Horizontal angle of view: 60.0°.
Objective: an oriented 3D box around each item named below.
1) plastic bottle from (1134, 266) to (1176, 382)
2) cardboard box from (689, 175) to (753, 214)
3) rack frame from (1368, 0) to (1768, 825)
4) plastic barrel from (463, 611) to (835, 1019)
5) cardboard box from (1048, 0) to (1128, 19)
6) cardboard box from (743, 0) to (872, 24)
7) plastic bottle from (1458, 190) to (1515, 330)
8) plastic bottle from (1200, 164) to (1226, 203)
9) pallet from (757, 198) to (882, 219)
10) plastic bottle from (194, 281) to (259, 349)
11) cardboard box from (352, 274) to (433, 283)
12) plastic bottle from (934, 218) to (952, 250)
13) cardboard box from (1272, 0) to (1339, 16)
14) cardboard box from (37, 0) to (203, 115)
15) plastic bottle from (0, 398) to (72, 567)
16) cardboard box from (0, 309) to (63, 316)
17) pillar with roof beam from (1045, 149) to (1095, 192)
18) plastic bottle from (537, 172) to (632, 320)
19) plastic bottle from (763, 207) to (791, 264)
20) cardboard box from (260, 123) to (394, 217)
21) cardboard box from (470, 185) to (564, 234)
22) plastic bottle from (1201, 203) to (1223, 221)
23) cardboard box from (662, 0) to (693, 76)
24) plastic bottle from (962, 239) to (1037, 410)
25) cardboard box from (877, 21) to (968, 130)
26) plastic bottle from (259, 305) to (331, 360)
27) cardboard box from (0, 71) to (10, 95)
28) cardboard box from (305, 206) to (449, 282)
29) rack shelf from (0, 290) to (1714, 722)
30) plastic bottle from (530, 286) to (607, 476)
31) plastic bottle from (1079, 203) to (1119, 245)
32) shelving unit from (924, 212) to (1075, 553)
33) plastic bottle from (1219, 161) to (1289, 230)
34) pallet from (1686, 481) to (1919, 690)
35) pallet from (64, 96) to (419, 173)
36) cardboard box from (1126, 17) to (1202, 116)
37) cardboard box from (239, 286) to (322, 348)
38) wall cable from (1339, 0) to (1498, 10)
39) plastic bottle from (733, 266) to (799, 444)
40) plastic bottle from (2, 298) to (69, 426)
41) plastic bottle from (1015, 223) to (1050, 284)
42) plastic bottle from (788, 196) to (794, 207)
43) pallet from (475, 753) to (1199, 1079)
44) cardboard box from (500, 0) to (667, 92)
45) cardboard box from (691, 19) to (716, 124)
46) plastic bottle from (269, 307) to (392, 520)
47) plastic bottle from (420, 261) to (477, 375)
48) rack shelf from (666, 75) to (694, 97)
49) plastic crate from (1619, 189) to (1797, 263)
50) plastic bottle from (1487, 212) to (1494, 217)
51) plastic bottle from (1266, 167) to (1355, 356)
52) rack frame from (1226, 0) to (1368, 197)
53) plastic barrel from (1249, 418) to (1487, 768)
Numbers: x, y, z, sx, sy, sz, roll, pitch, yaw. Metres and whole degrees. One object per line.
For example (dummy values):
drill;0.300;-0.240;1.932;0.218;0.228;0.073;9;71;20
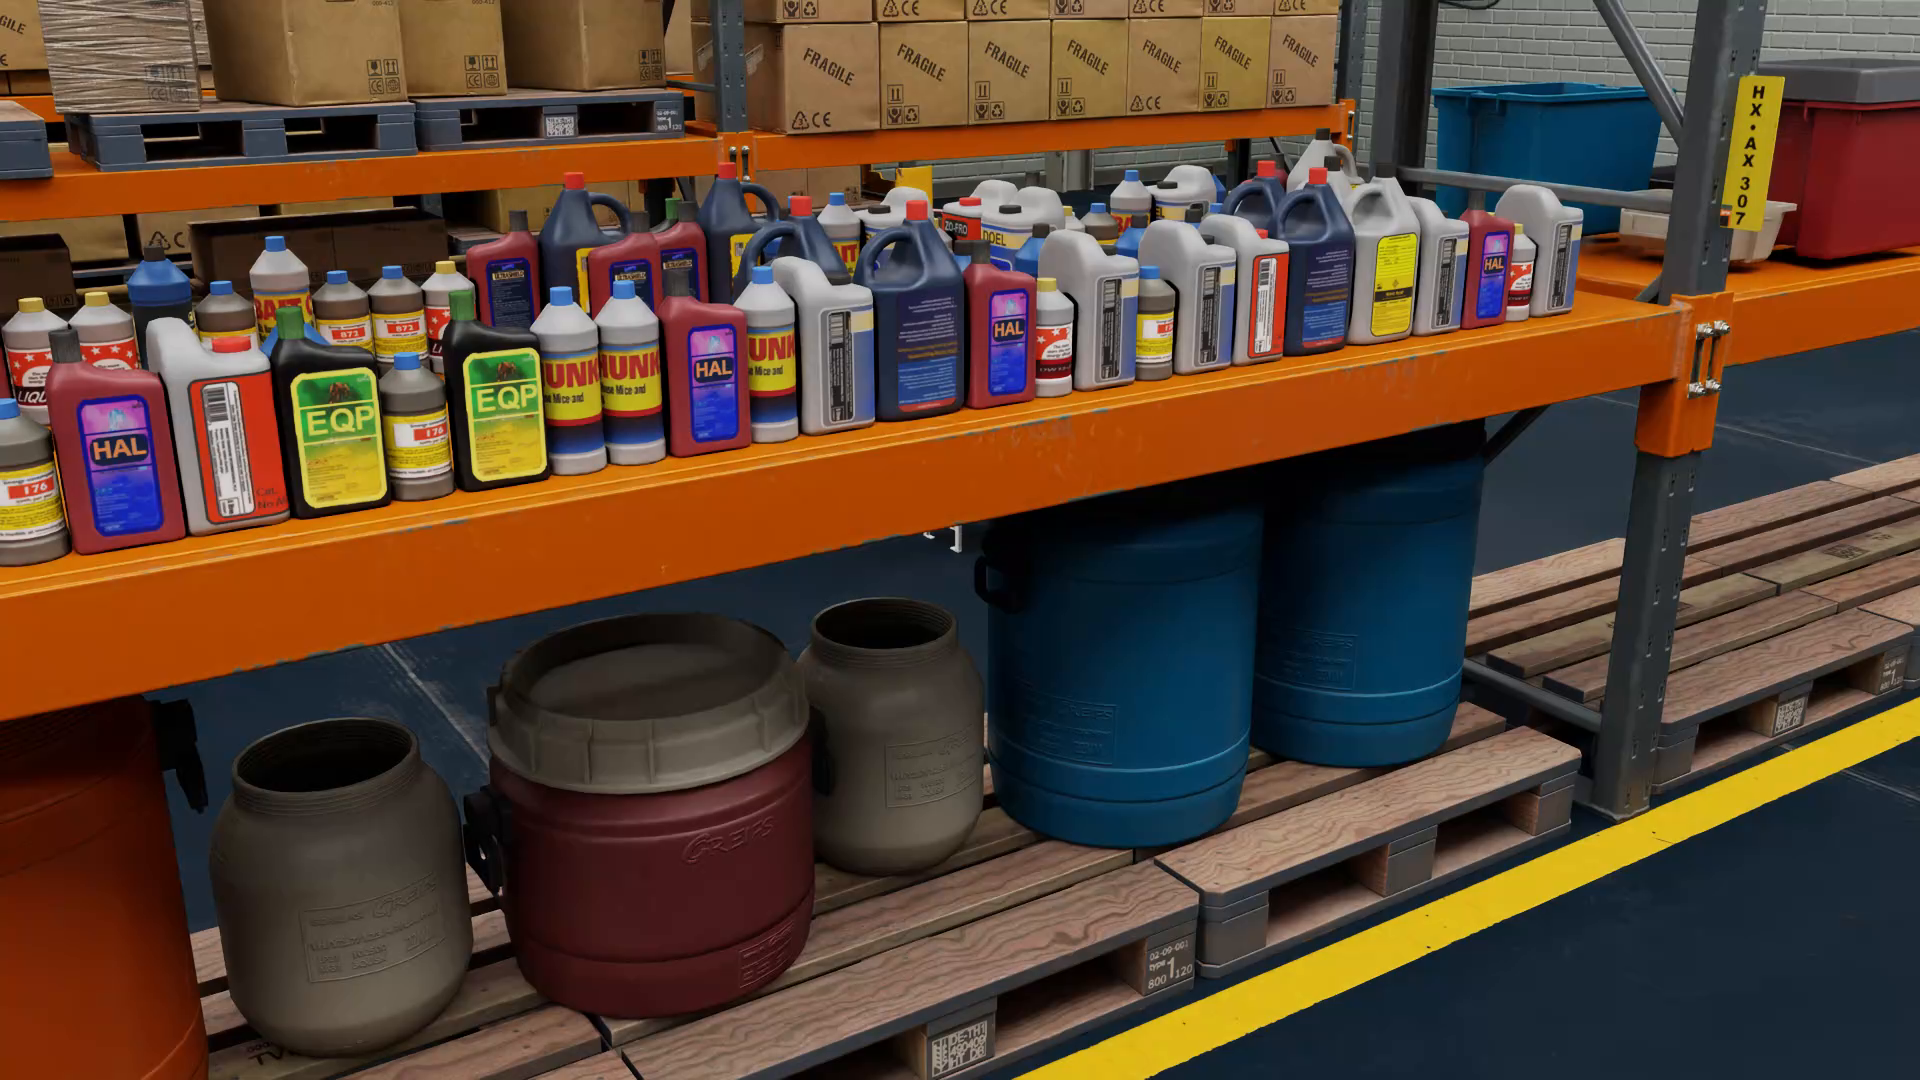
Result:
plastic bottle;0.345;-0.401;3.057;0.097;0.201;0.097;0;19;0
cardboard box;-2.058;-2.898;13.380;0.500;0.500;0.700;-13;22;-33
rack frame;1.417;-0.855;4.091;0.127;3.000;1.000;-12;22;-31
plastic barrel;-0.581;0.503;3.183;0.708;0.588;0.600;-12;22;-31
cardboard box;0.535;-2.982;8.666;0.500;0.500;0.500;-11;22;-30
cardboard box;-0.756;-2.710;7.859;0.500;0.500;0.500;-11;22;-30
plastic bottle;1.097;-0.591;3.492;0.133;0.283;0.061;-12;22;-31
plastic bottle;0.597;-0.778;4.064;0.097;0.271;0.097;0;19;0
pallet;-1.316;-2.727;13.982;1.213;0.211;1.003;-12;22;-31
plastic bottle;-1.278;-0.350;2.906;0.097;0.201;0.097;0;19;0
cardboard box;-2.703;-1.002;7.742;0.500;0.500;0.500;-12;22;-31
plastic bottle;-0.064;-0.605;3.662;0.097;0.201;0.097;0;19;0
cardboard box;1.816;-3.255;9.471;0.500;0.500;0.500;-12;22;-32
cardboard box;-3.312;-1.974;6.588;0.500;0.500;0.700;-8;20;-21
plastic bottle;-1.191;-0.077;2.098;0.097;0.201;0.097;0;19;0
cardboard box;-3.993;-0.728;6.931;0.500;0.500;0.500;-11;22;-29
pillar with roof beam;3.456;-6.607;11.738;0.400;9.000;9.100;-12;22;-31
plastic bottle;-0.710;-0.531;3.209;0.185;0.351;0.144;-12;22;-31
plastic bottle;-0.341;-0.525;3.315;0.097;0.271;0.097;0;19;0
cardboard box;-4.503;-2.537;11.765;0.750;0.750;0.750;-12;22;-31
cardboard box;-3.351;-2.624;12.571;0.500;0.500;0.700;-12;22;-31
plastic bottle;0.599;-0.687;3.904;0.097;0.201;0.097;0;19;0
cardboard box;-2.355;-3.997;12.914;0.700;0.700;0.980;-13;23;-34
plastic bottle;0.065;-0.374;2.848;0.133;0.283;0.061;-12;22;-31
cardboard box;-0.303;-2.336;8.316;0.500;0.500;0.500;-11;22;-30
plastic bottle;-0.920;-0.191;2.326;0.097;0.271;0.097;0;19;0
cardboard box;-6.132;-2.879;10.438;0.250;0.149;0.380;-11;22;-30
cardboard box;-2.677;-1.364;7.642;0.500;0.250;0.500;-12;22;-31
rack shelf;-0.253;-0.162;3.165;4.000;0.370;1.077;-12;22;-31
plastic bottle;-0.582;-0.238;2.467;0.097;0.271;0.097;0;19;0
plastic bottle;0.322;-0.687;3.903;0.097;0.201;0.097;0;19;0
shelving unit;0.138;-0.598;6.139;0.503;1.200;0.258;-12;22;-31
plastic bottle;0.596;-0.589;3.379;0.185;0.351;0.144;-12;22;-31
pallet;3.030;0.109;5.591;1.213;0.211;1.003;-12;22;-31
pallet;-3.023;-1.729;6.976;1.213;0.211;1.003;-12;22;-31
cardboard box;0.961;-2.602;9.103;0.500;0.500;0.500;-12;22;-31
cardboard box;-2.819;-0.778;7.080;0.500;0.500;0.500;-13;23;-33
wall cable;4.229;-6.482;16.214;0.112;2.526;3.097;-12;22;-31
plastic bottle;-0.308;-0.296;2.638;0.097;0.271;0.097;0;19;0
plastic bottle;-1.521;-0.298;2.753;0.097;0.201;0.097;0;19;0
plastic bottle;0.149;-0.451;3.096;0.097;0.271;0.097;0;19;0
plastic bottle;-0.339;-0.581;3.480;0.097;0.271;0.097;0;19;0
pallet;-0.270;0.807;3.529;1.213;0.211;1.003;-12;22;-31
cardboard box;-1.823;-2.404;7.859;0.700;0.500;0.500;14;23;35
cardboard box;-1.028;-2.385;8.460;0.500;0.500;0.500;-11;22;-31
plastic bottle;-0.861;-0.178;2.271;0.133;0.283;0.061;-12;22;-31
plastic bottle;-0.952;-0.418;3.108;0.097;0.201;0.097;0;19;0
rack shelf;-2.361;-3.517;13.087;4.000;0.370;1.077;-12;22;-31
plastic crate;1.884;-0.803;4.253;0.243;0.136;0.396;-12;22;-31
plastic bottle;1.181;-0.635;3.751;0.097;0.201;0.097;0;19;0
plastic bottle;0.675;-0.550;3.265;0.185;0.351;0.144;-12;22;-31
rack frame;2.036;-2.886;10.096;0.127;3.000;1.000;-12;22;-31
plastic barrel;0.953;0.031;4.090;0.708;0.901;0.600;-12;22;-31
